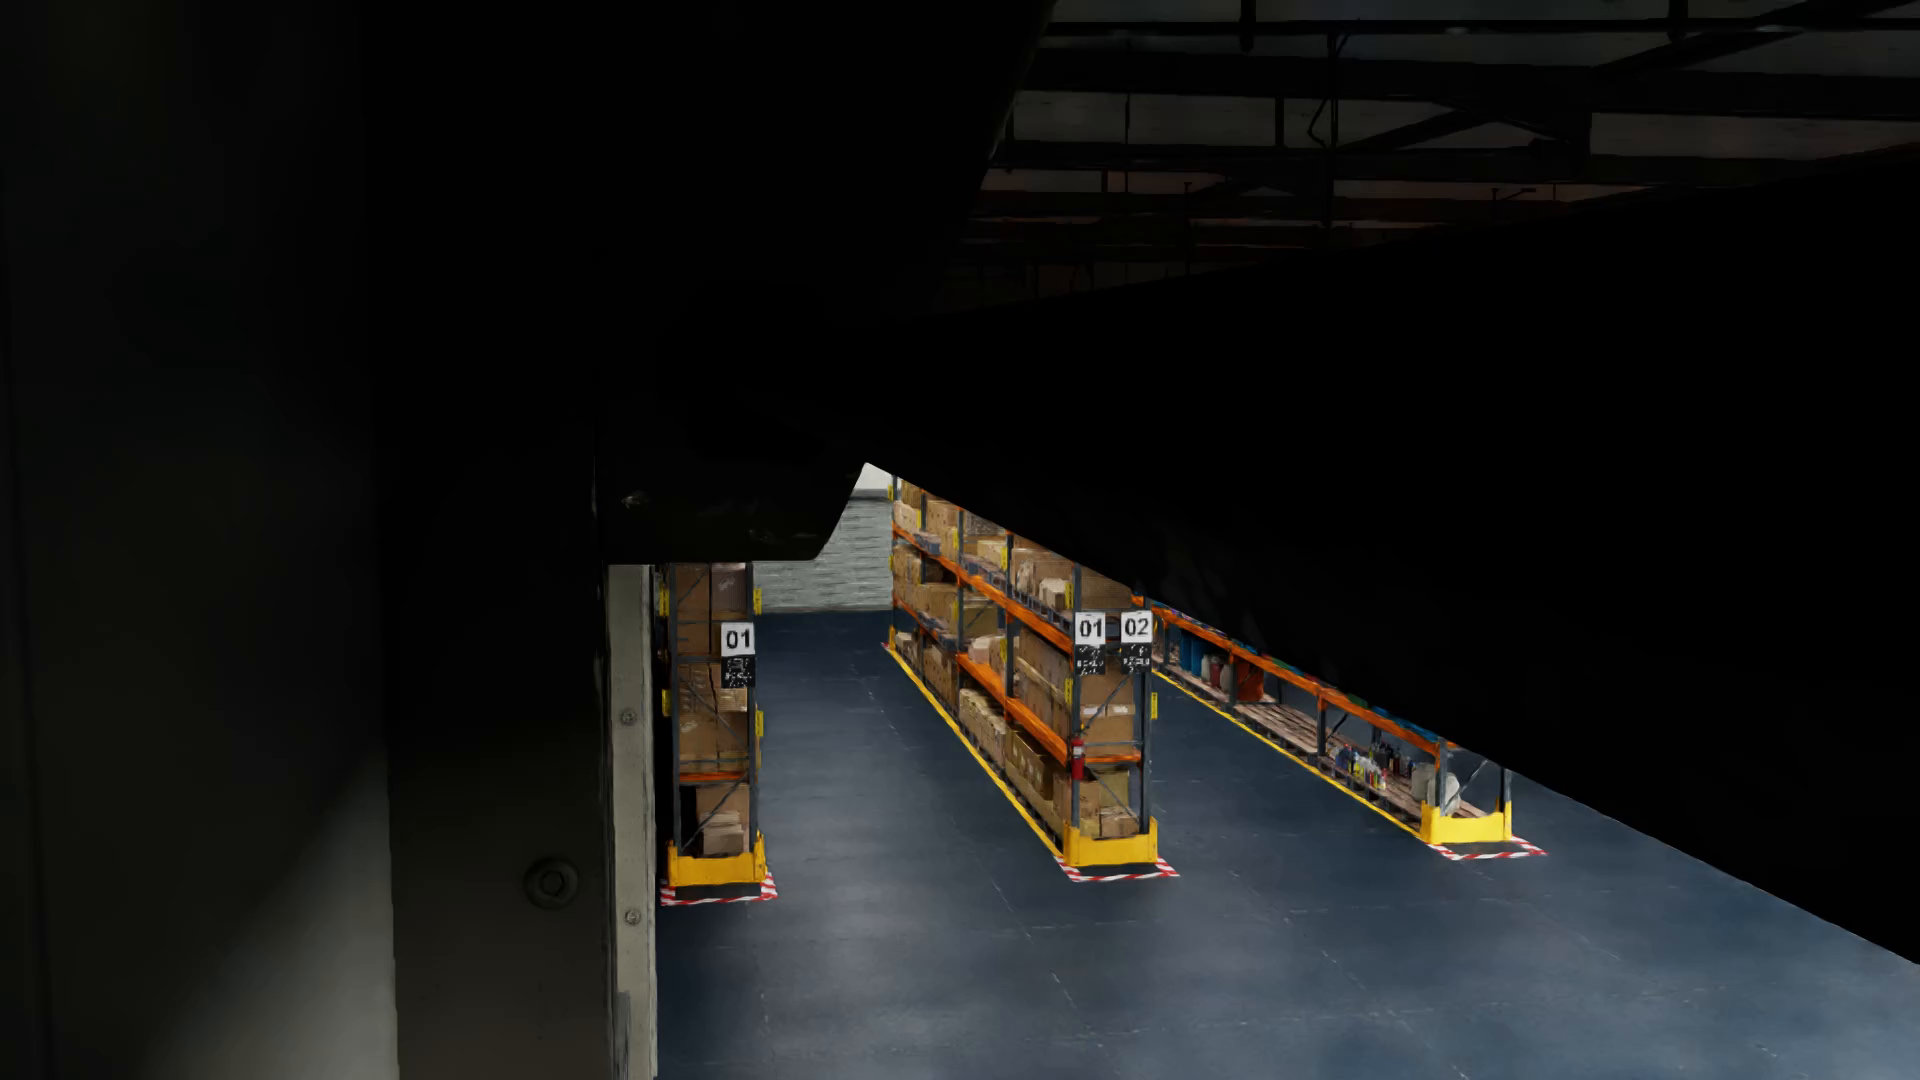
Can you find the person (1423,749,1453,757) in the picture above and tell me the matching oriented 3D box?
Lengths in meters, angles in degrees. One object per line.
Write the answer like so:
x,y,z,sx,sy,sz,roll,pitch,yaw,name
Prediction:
7.669,2.561,26.672,0.492,1.767,0.626,-5,8,-36,person
